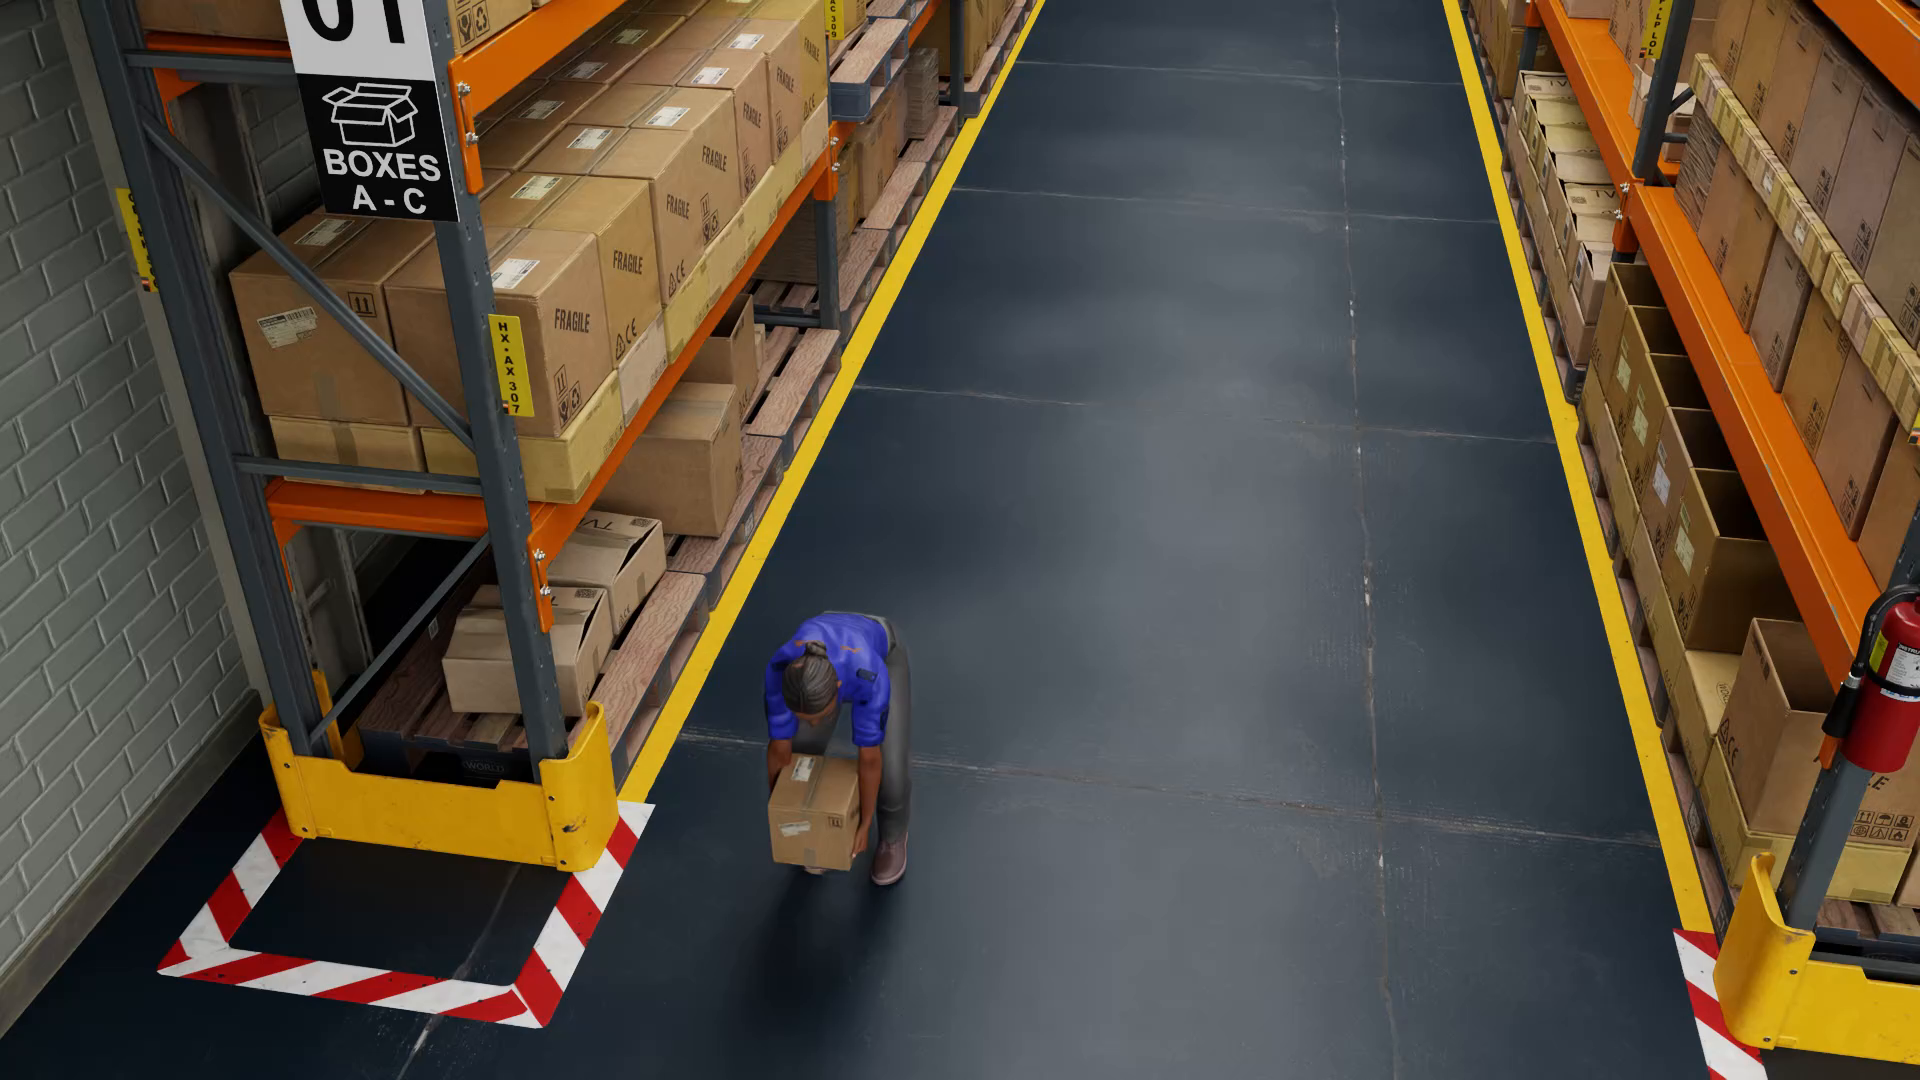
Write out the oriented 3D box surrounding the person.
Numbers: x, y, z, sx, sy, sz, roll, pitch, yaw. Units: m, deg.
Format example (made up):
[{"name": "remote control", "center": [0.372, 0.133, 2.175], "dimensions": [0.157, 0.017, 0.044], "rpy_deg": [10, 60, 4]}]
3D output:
[{"name": "person", "center": [-0.401, 0.700, 5.458], "dimensions": [0.428, 1.221, 0.825], "rpy_deg": [5, 33, 8]}]
